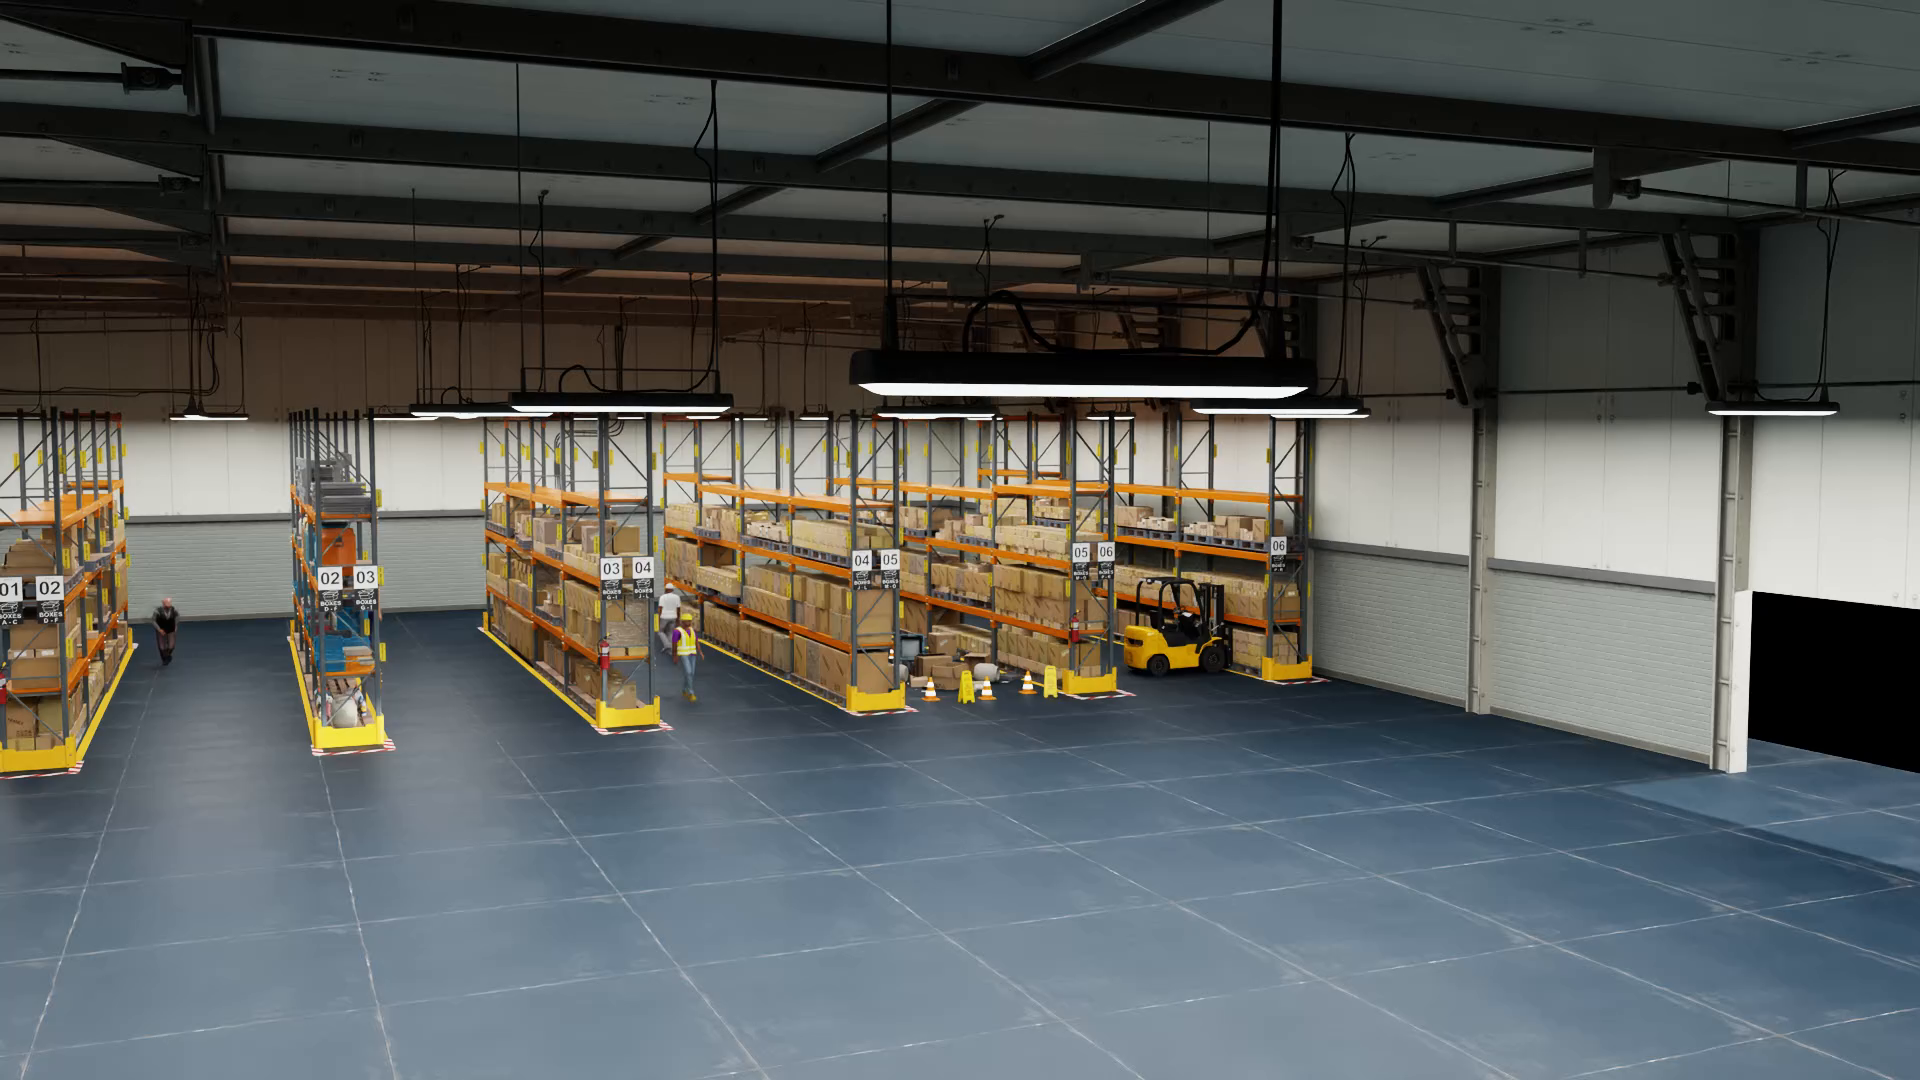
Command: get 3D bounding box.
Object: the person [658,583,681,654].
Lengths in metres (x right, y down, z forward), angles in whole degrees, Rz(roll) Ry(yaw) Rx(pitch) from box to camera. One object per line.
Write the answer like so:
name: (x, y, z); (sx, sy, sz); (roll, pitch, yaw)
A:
person: (-7.203, 1.949, 41.194); (0.617, 1.761, 0.482); (-2, 5, -31)

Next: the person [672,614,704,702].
person: (-5.586, 2.429, 34.597); (0.728, 1.769, 0.588); (3, 5, 41)

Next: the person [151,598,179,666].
person: (-18.748, 2.163, 39.240); (0.613, 1.629, 0.632); (-2, 5, -28)

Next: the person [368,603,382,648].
person: (-15.069, 1.940, 42.502); (0.521, 1.580, 1.069); (-3, 5, -39)
